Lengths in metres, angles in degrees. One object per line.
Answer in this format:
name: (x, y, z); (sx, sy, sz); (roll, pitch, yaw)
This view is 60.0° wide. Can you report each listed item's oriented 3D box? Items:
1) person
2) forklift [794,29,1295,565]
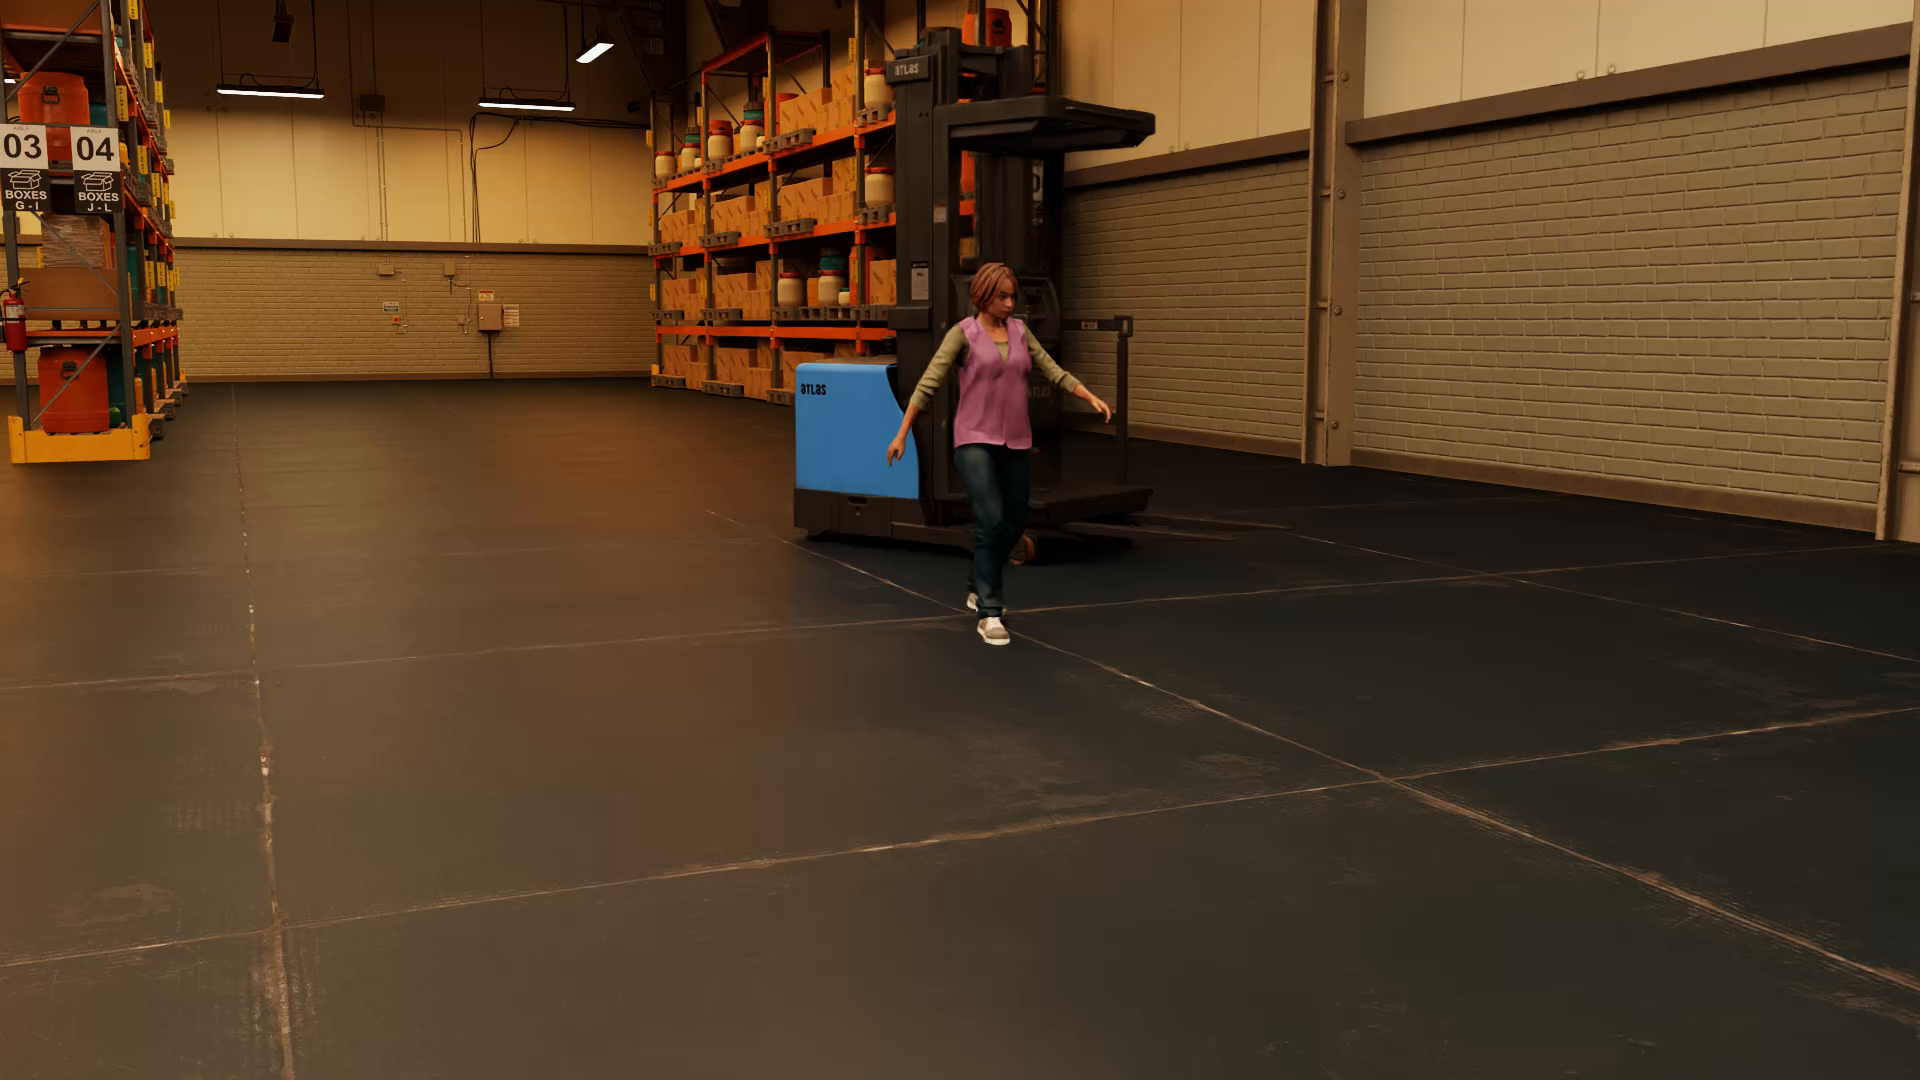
person: (0.129, -0.380, 7.070); (0.812, 1.579, 0.703); (-4, 8, -27)
forklift: (0.434, -1.392, 9.499); (3.031, 2.935, 1.130); (6, 10, 39)
